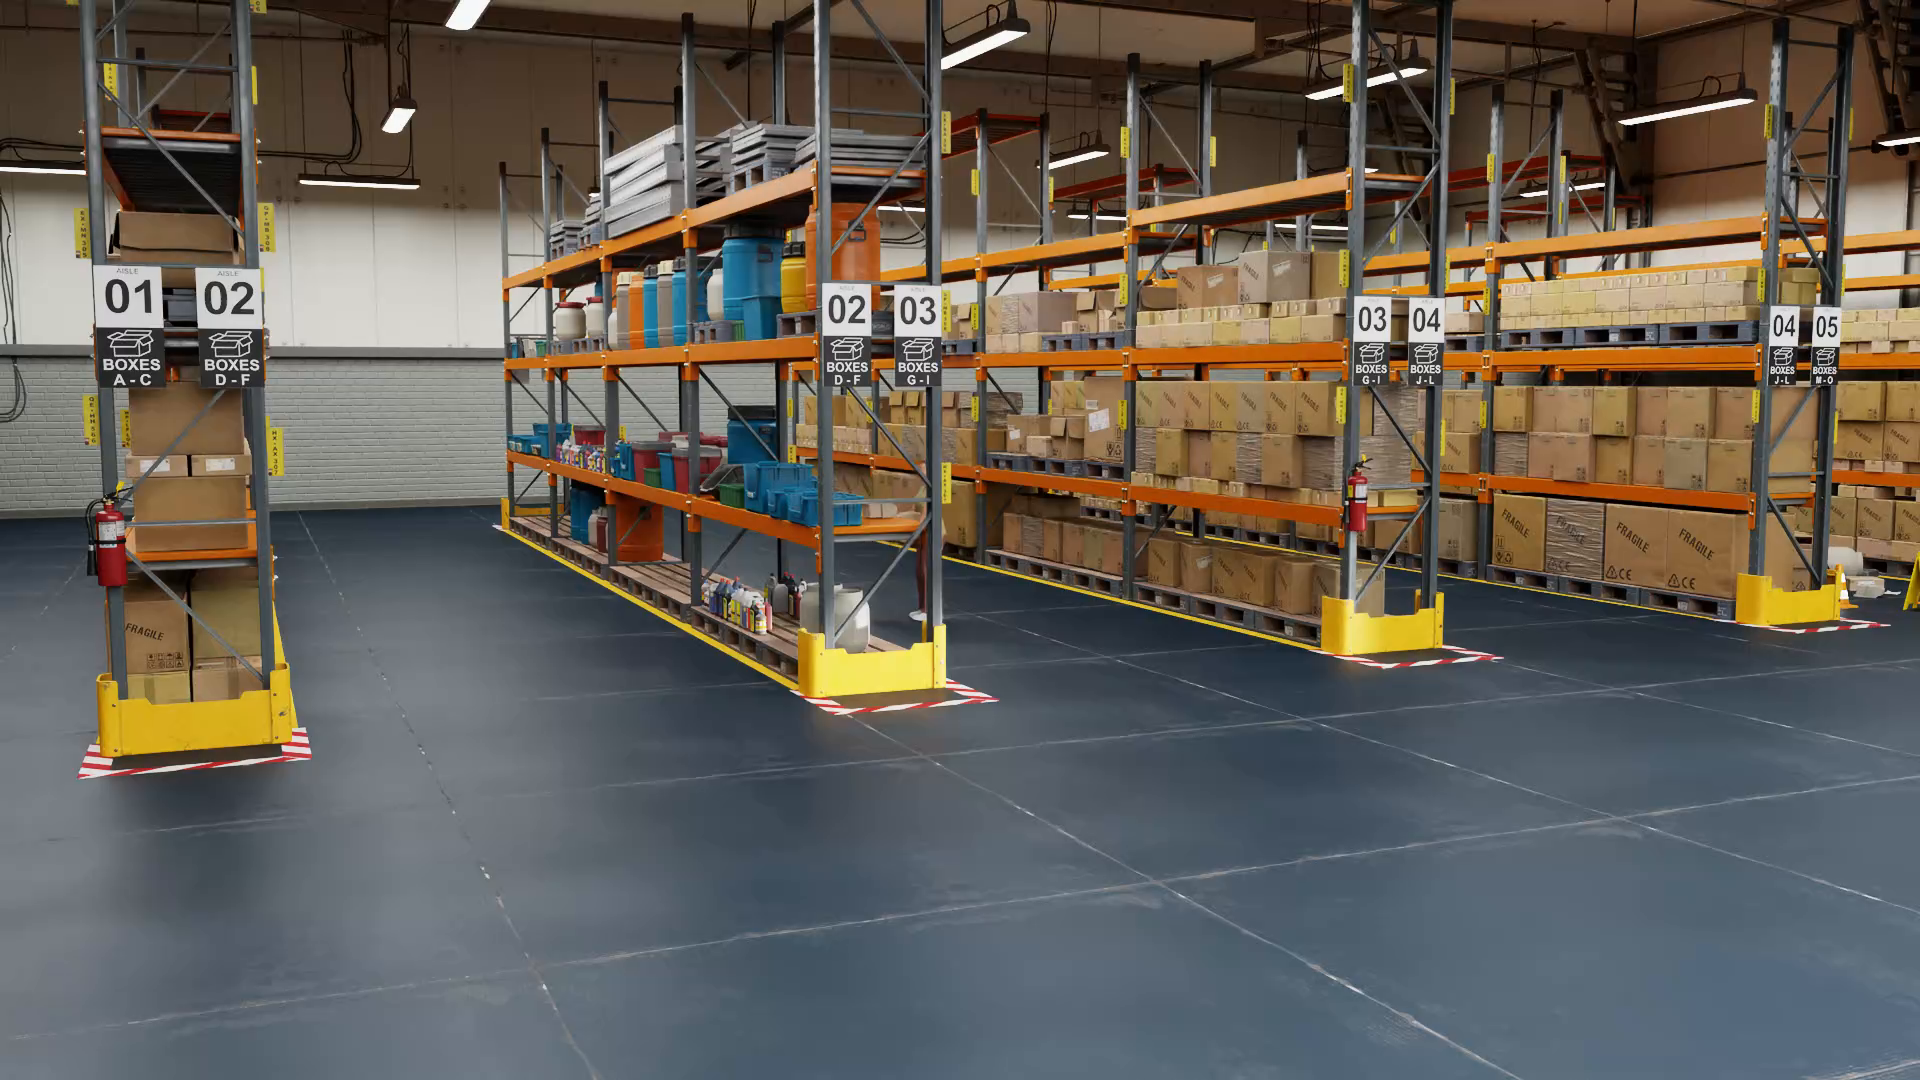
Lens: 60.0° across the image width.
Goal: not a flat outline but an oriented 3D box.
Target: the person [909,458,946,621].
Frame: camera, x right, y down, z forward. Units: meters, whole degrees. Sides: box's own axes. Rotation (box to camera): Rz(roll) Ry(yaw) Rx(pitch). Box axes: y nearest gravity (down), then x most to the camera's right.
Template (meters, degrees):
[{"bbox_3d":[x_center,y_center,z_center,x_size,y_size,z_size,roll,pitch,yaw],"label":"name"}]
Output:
[{"bbox_3d":[-0.390,-0.008,17.113,0.514,1.669,0.406,-3,6,-25],"label":"person"}]
